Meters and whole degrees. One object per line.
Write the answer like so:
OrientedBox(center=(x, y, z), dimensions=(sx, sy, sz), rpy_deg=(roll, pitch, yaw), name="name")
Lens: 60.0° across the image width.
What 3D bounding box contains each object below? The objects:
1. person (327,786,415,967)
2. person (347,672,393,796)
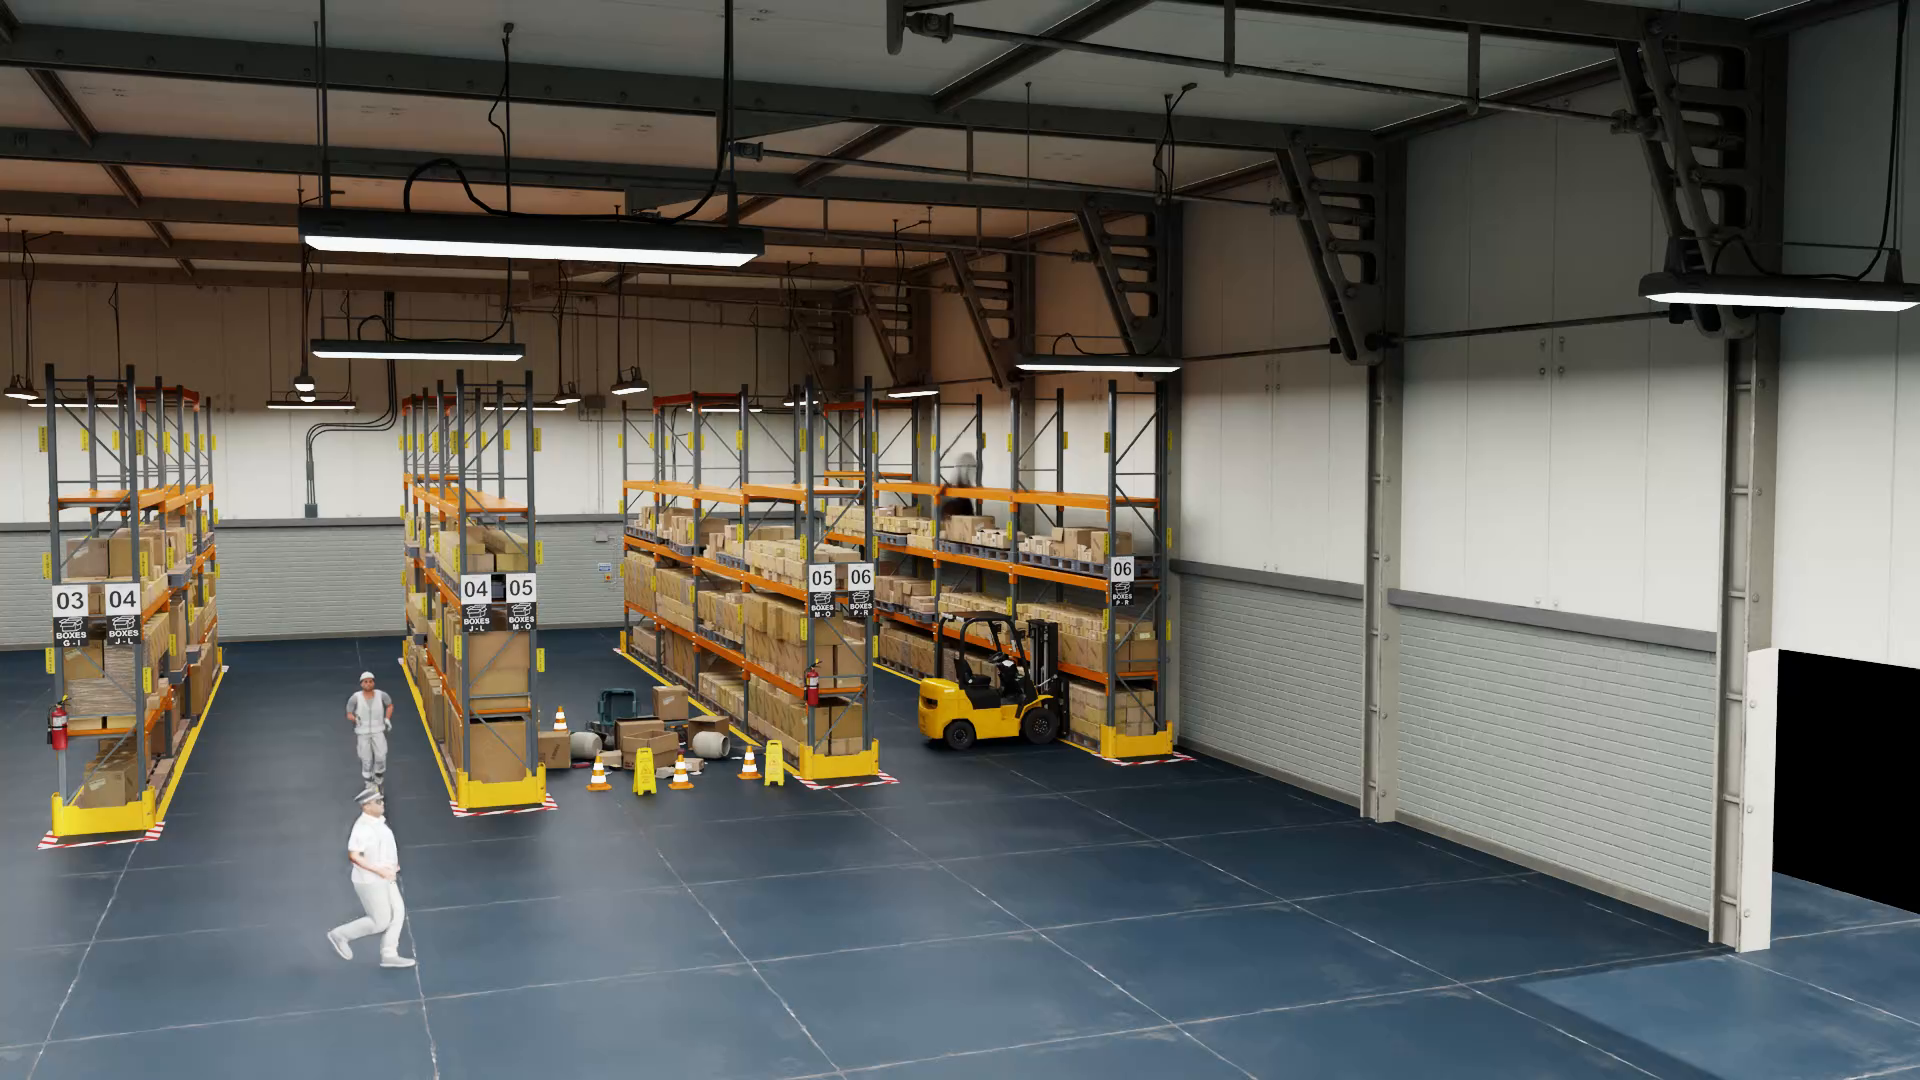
OrientedBox(center=(-5.590, 3.198, 15.799), dimensions=(0.783, 1.745, 0.680), rpy_deg=(0, 3, -3), name="person")
OrientedBox(center=(-8.299, 2.746, 23.428), dimensions=(0.628, 1.784, 0.692), rpy_deg=(-1, 4, -21), name="person")
